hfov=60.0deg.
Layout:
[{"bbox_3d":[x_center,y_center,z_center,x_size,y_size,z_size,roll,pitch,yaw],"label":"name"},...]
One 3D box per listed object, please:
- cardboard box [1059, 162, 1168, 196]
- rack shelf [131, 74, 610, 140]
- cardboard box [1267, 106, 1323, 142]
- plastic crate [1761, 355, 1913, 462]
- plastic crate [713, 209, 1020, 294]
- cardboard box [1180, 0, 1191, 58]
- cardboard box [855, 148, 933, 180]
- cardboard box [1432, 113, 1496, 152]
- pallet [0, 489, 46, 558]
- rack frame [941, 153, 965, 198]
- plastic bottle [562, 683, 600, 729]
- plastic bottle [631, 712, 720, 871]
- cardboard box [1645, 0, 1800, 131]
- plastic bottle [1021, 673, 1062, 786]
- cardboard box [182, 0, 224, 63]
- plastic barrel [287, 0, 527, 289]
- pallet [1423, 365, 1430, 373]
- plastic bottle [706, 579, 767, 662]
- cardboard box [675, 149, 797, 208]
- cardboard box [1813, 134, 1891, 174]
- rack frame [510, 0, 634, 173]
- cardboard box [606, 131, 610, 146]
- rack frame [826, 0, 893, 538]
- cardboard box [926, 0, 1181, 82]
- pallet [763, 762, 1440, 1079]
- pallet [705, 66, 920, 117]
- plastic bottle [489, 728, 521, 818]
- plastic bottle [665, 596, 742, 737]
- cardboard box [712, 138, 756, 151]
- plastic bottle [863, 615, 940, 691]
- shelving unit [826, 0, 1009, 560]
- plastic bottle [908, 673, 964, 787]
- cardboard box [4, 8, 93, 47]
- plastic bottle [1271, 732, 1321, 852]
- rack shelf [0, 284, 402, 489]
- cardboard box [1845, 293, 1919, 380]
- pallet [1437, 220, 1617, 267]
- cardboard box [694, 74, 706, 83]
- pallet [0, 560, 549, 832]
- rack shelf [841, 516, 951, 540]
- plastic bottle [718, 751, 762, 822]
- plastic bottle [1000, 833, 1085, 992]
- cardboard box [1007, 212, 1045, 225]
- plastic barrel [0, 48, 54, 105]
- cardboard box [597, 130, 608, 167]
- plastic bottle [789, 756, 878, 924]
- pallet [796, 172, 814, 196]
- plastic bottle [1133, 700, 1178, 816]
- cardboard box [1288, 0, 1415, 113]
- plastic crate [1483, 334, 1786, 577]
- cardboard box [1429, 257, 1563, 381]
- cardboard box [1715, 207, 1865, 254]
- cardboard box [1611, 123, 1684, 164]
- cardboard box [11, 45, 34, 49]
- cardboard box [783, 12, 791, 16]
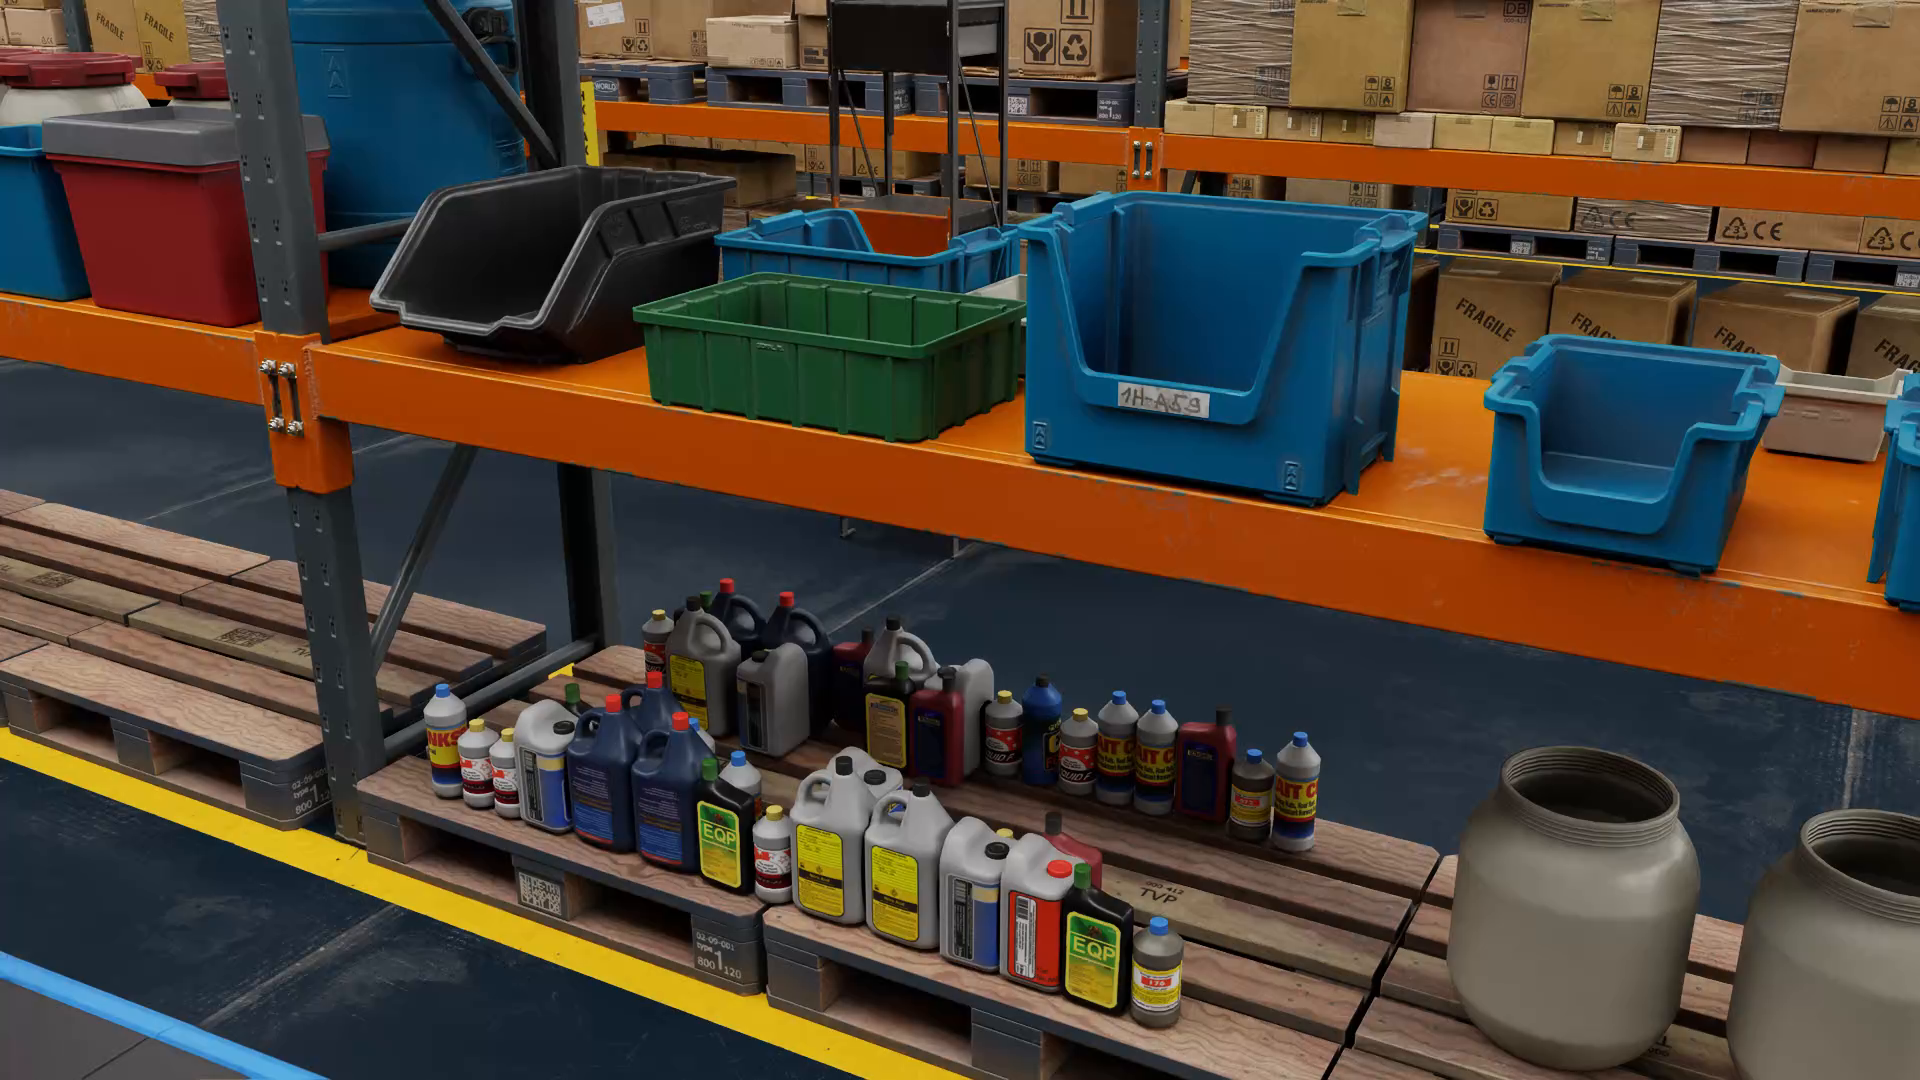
[{"bbox_3d":[1.384,-3.250,13.609,0.750,0.750,1.050,11,23,28],"label":"cardboard box"},{"bbox_3d":[-4.121,-2.917,11.063,4.000,0.370,1.077,11,23,27],"label":"rack shelf"},{"bbox_3d":[1.601,-1.935,7.670,0.250,0.149,0.380,11,23,27],"label":"cardboard box"},{"bbox_3d":[1.569,-0.239,3.011,0.250,0.136,0.298,11,23,27],"label":"plastic crate"},{"bbox_3d":[-0.200,-0.610,3.866,0.616,0.251,0.499,11,23,27],"label":"plastic crate"},{"bbox_3d":[1.711,-4.023,12.911,0.500,0.500,0.500,11,22,27],"label":"cardboard box"},{"bbox_3d":[-0.570,-3.437,14.490,0.500,0.500,0.500,11,23,27],"label":"cardboard box"},{"bbox_3d":[2.261,-1.814,7.335,0.250,0.149,0.380,11,23,27],"label":"cardboard box"},{"bbox_3d":[-4.134,0.003,6.047,1.213,0.211,1.003,11,23,27],"label":"pallet"},{"bbox_3d":[0.132,-4.383,14.048,0.127,3.000,1.000,11,23,27],"label":"rack frame"},{"bbox_3d":[-0.887,0.484,3.969,0.133,0.283,0.061,11,23,27],"label":"plastic bottle"},{"bbox_3d":[-0.632,0.544,3.705,0.185,0.351,0.144,10,22,25],"label":"plastic bottle"},{"bbox_3d":[3.231,-2.022,6.959,0.500,0.500,0.875,11,23,27],"label":"cardboard box"},{"bbox_3d":[0.199,0.456,4.064,0.097,0.271,0.097,0,20,0],"label":"plastic bottle"},{"bbox_3d":[-4.712,-3.317,10.965,0.500,0.500,0.500,10,22,26],"label":"cardboard box"},{"bbox_3d":[-1.488,-1.173,4.465,0.708,0.901,0.600,11,23,27],"label":"plastic barrel"},{"bbox_3d":[2.789,-0.643,7.828,1.213,0.211,1.003,11,23,27],"label":"pallet"},{"bbox_3d":[-0.596,0.277,4.443,0.185,0.351,0.144,10,22,26],"label":"plastic bottle"},{"bbox_3d":[-1.308,-2.119,9.730,0.500,0.250,0.500,14,24,33],"label":"cardboard box"},{"bbox_3d":[3.587,-1.574,6.675,0.250,0.149,0.380,11,23,27],"label":"cardboard box"},{"bbox_3d":[-2.375,-2.923,10.024,0.127,3.000,1.000,11,23,27],"label":"rack frame"},{"bbox_3d":[-3.522,-4.061,16.727,0.250,0.149,0.380,10,22,25],"label":"cardboard box"},{"bbox_3d":[-0.358,-1.055,6.195,0.015,2.100,0.400,11,23,27],"label":"rack frame"},{"bbox_3d":[0.491,-2.911,8.495,1.000,1.000,1.000,11,23,28],"label":"cardboard box"},{"bbox_3d":[0.336,0.854,3.700,1.213,0.211,1.003,11,23,27],"label":"pallet"},{"bbox_3d":[-0.627,-2.516,9.183,1.213,0.211,1.003,11,23,27],"label":"pallet"},{"bbox_3d":[-1.057,0.543,3.928,0.097,0.201,0.097,0,20,0],"label":"plastic bottle"},{"bbox_3d":[-0.666,0.320,4.325,0.185,0.351,0.144,11,23,27],"label":"plastic bottle"},{"bbox_3d":[-1.918,-3.698,15.210,0.500,0.500,0.500,11,23,28],"label":"cardboard box"},{"bbox_3d":[-0.147,0.362,4.207,0.185,0.351,0.144,11,22,27],"label":"plastic bottle"},{"bbox_3d":[-0.145,-1.015,6.083,0.503,2.100,0.431,11,23,27],"label":"shelving unit"},{"bbox_3d":[-0.058,0.454,4.053,0.133,0.283,0.061,11,23,27],"label":"plastic bottle"},{"bbox_3d":[-6.381,-3.653,11.820,0.500,0.250,0.500,10,22,26],"label":"cardboard box"},{"bbox_3d":[0.762,0.564,3.769,0.097,0.271,0.097,0,20,0],"label":"plastic bottle"},{"bbox_3d":[-3.045,-0.778,5.165,4.000,0.370,1.077,11,23,27],"label":"rack shelf"},{"bbox_3d":[4.072,-0.724,7.011,0.500,0.500,0.500,16,25,37],"label":"cardboard box"},{"bbox_3d":[4.249,-2.257,12.277,1.213,0.211,1.003,11,23,27],"label":"pallet"},{"bbox_3d":[-2.378,-4.133,15.311,0.500,0.250,0.500,11,23,29],"label":"cardboard box"},{"bbox_3d":[-2.003,0.409,4.929,1.213,0.211,1.003,11,23,27],"label":"pallet"},{"bbox_3d":[-0.145,-0.344,6.326,0.480,0.518,0.431,11,23,27],"label":"rack shelf"},{"bbox_3d":[-0.485,0.595,3.682,0.097,0.271,0.097,0,20,0],"label":"plastic bottle"},{"bbox_3d":[0.169,0.731,3.301,0.135,0.276,0.152,11,23,28],"label":"plastic bottle"},{"bbox_3d":[0.184,-1.483,9.075,0.500,0.500,0.700,11,22,27],"label":"cardboard box"},{"bbox_3d":[-3.045,-1.265,5.255,0.433,0.535,0.433,0,20,0],"label":"plastic barrel"},{"bbox_3d":[-2.968,-2.242,10.648,0.875,0.875,1.225,10,22,25],"label":"cardboard box"},{"bbox_3d":[-0.261,0.615,3.510,0.185,0.351,0.144,11,22,27],"label":"plastic bottle"},{"bbox_3d":[-1.611,-3.405,15.443,1.213,0.211,1.003,11,23,27],"label":"pallet"},{"bbox_3d":[0.463,0.507,3.926,0.097,0.271,0.097,0,20,0],"label":"plastic bottle"},{"bbox_3d":[1.899,-2.258,7.607,0.500,0.500,0.875,11,23,27],"label":"cardboard box"},{"bbox_3d":[1.046,-0.152,2.603,0.408,0.251,0.499,11,23,27],"label":"plastic crate"},{"bbox_3d":[2.530,-1.029,7.852,0.500,0.500,0.500,9,22,23],"label":"cardboard box"},{"bbox_3d":[5.722,-2.490,11.330,0.875,0.875,0.875,10,22,26],"label":"cardboard box"},{"bbox_3d":[2.898,-1.678,6.962,0.250,0.149,0.380,11,23,27],"label":"cardboard box"},{"bbox_3d":[-6.519,-3.466,11.889,0.250,0.149,0.380,11,23,28],"label":"cardboard box"},{"bbox_3d":[-0.788,-2.860,9.432,0.258,0.266,0.396,10,22,26],"label":"cardboard box"}]
